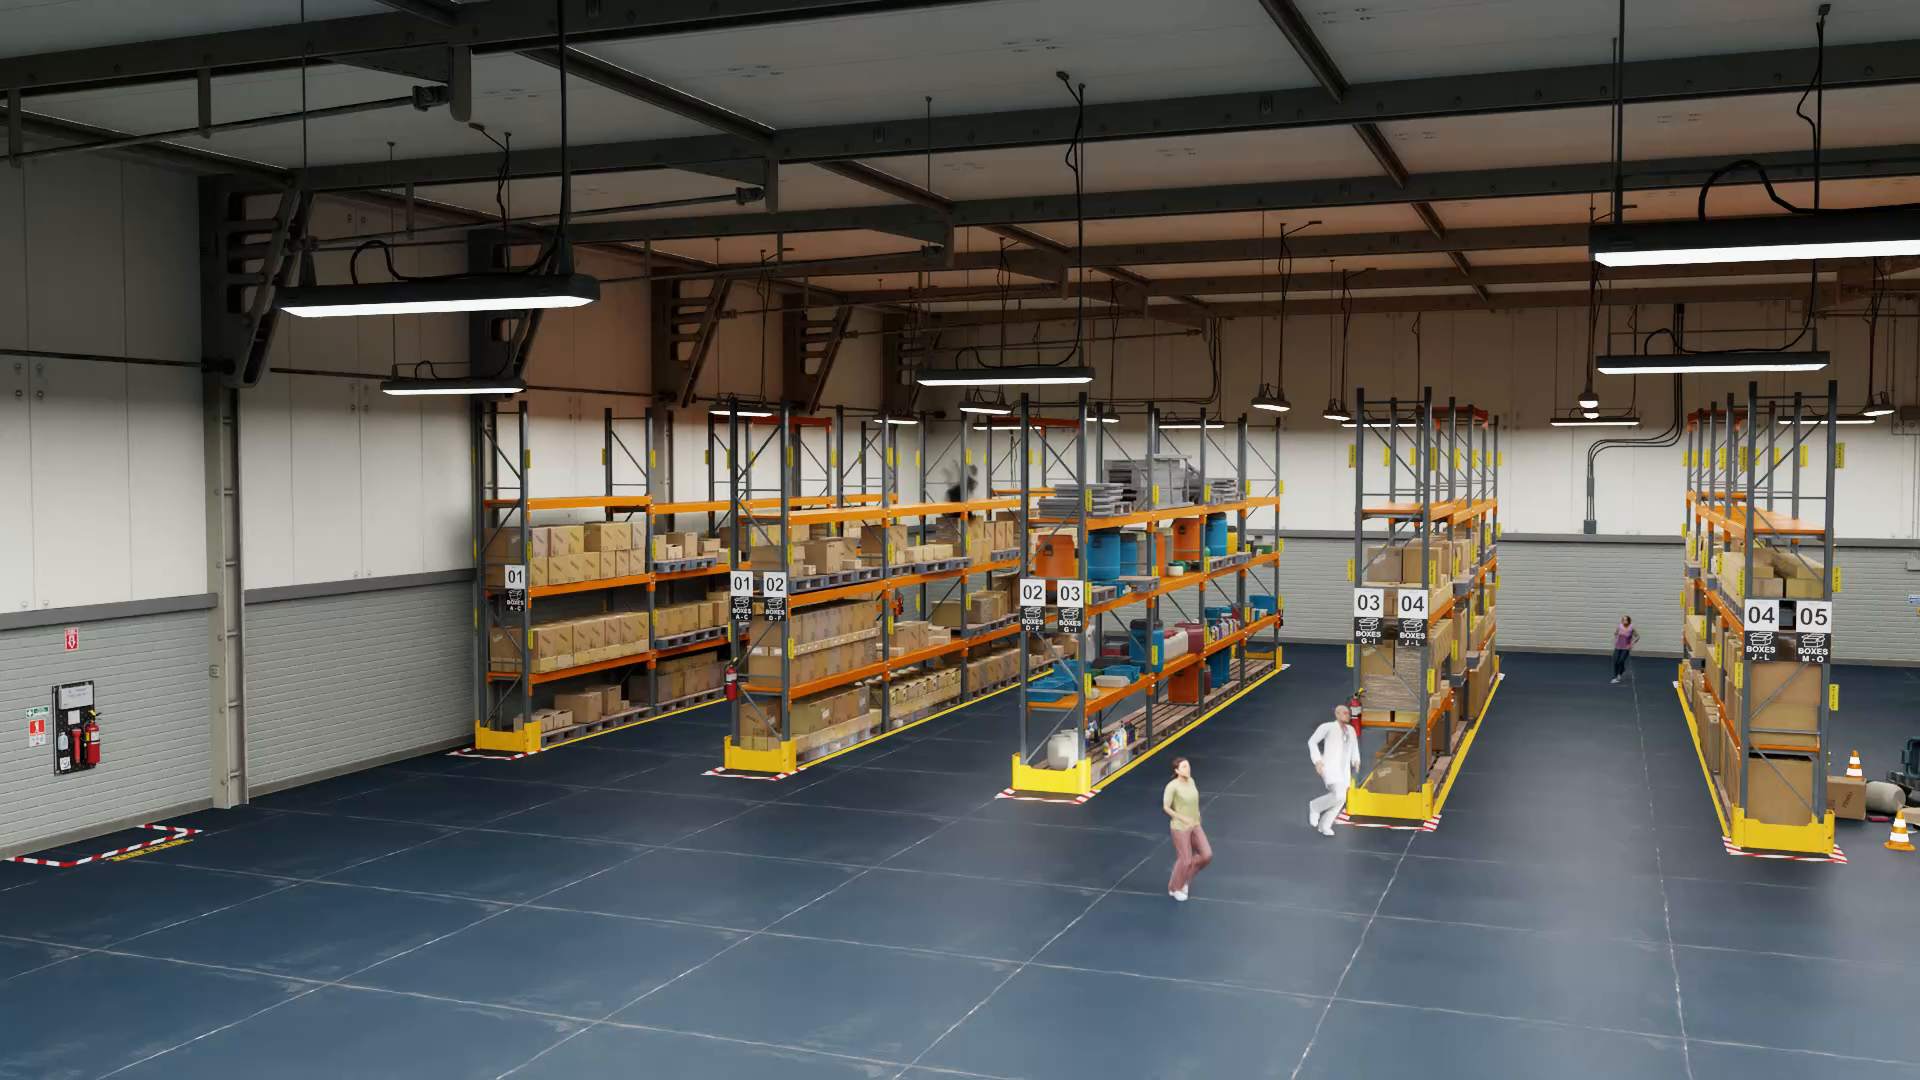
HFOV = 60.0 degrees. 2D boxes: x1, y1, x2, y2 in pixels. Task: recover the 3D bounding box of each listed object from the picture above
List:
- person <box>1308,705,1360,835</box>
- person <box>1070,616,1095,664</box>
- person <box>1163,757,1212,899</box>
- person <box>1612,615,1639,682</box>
[{"bbox_3d":[5.062,3.067,22.280,0.734,1.699,0.570,-1,3,-28],"label":"person"},{"bbox_3d":[2.444,2.278,32.539,0.566,1.737,0.775,1,3,15],"label":"person"},{"bbox_3d":[2.574,3.268,18.845,0.590,1.628,0.537,-2,3,-37],"label":"person"},{"bbox_3d":[14.759,2.433,37.008,0.594,1.527,0.552,-3,4,-44],"label":"person"}]
